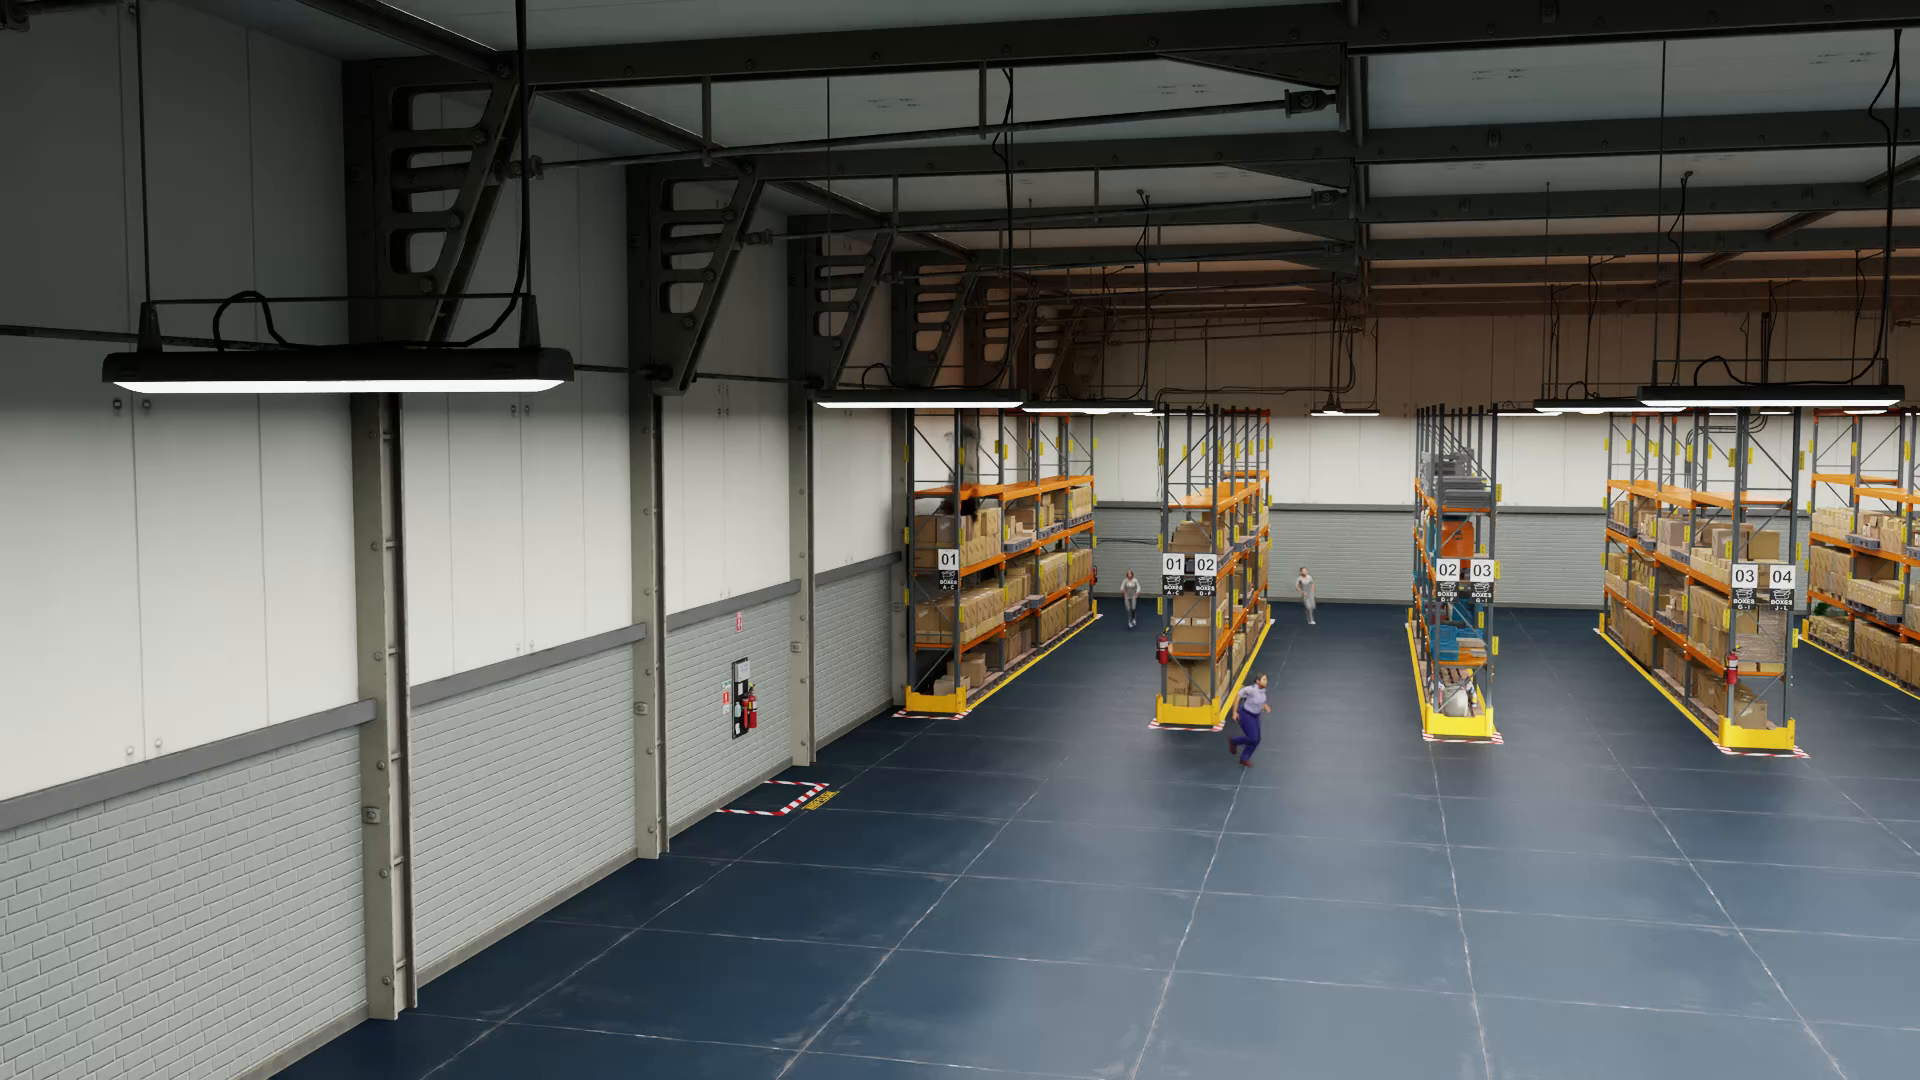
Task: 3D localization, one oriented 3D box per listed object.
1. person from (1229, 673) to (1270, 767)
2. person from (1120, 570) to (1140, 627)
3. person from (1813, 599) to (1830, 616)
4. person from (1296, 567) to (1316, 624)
[{"bbox_3d":[4.789,2.959,27.445,0.694,1.583,0.596,3,5,38],"label":"person"},{"bbox_3d":[4.663,1.611,45.635,0.536,1.563,0.575,1,4,9],"label":"person"},{"bbox_3d":[23.050,1.632,44.359,0.730,1.736,0.539,-4,6,-45],"label":"person"},{"bbox_3d":[9.638,1.548,46.271,0.618,1.606,0.527,-1,4,-8],"label":"person"}]
